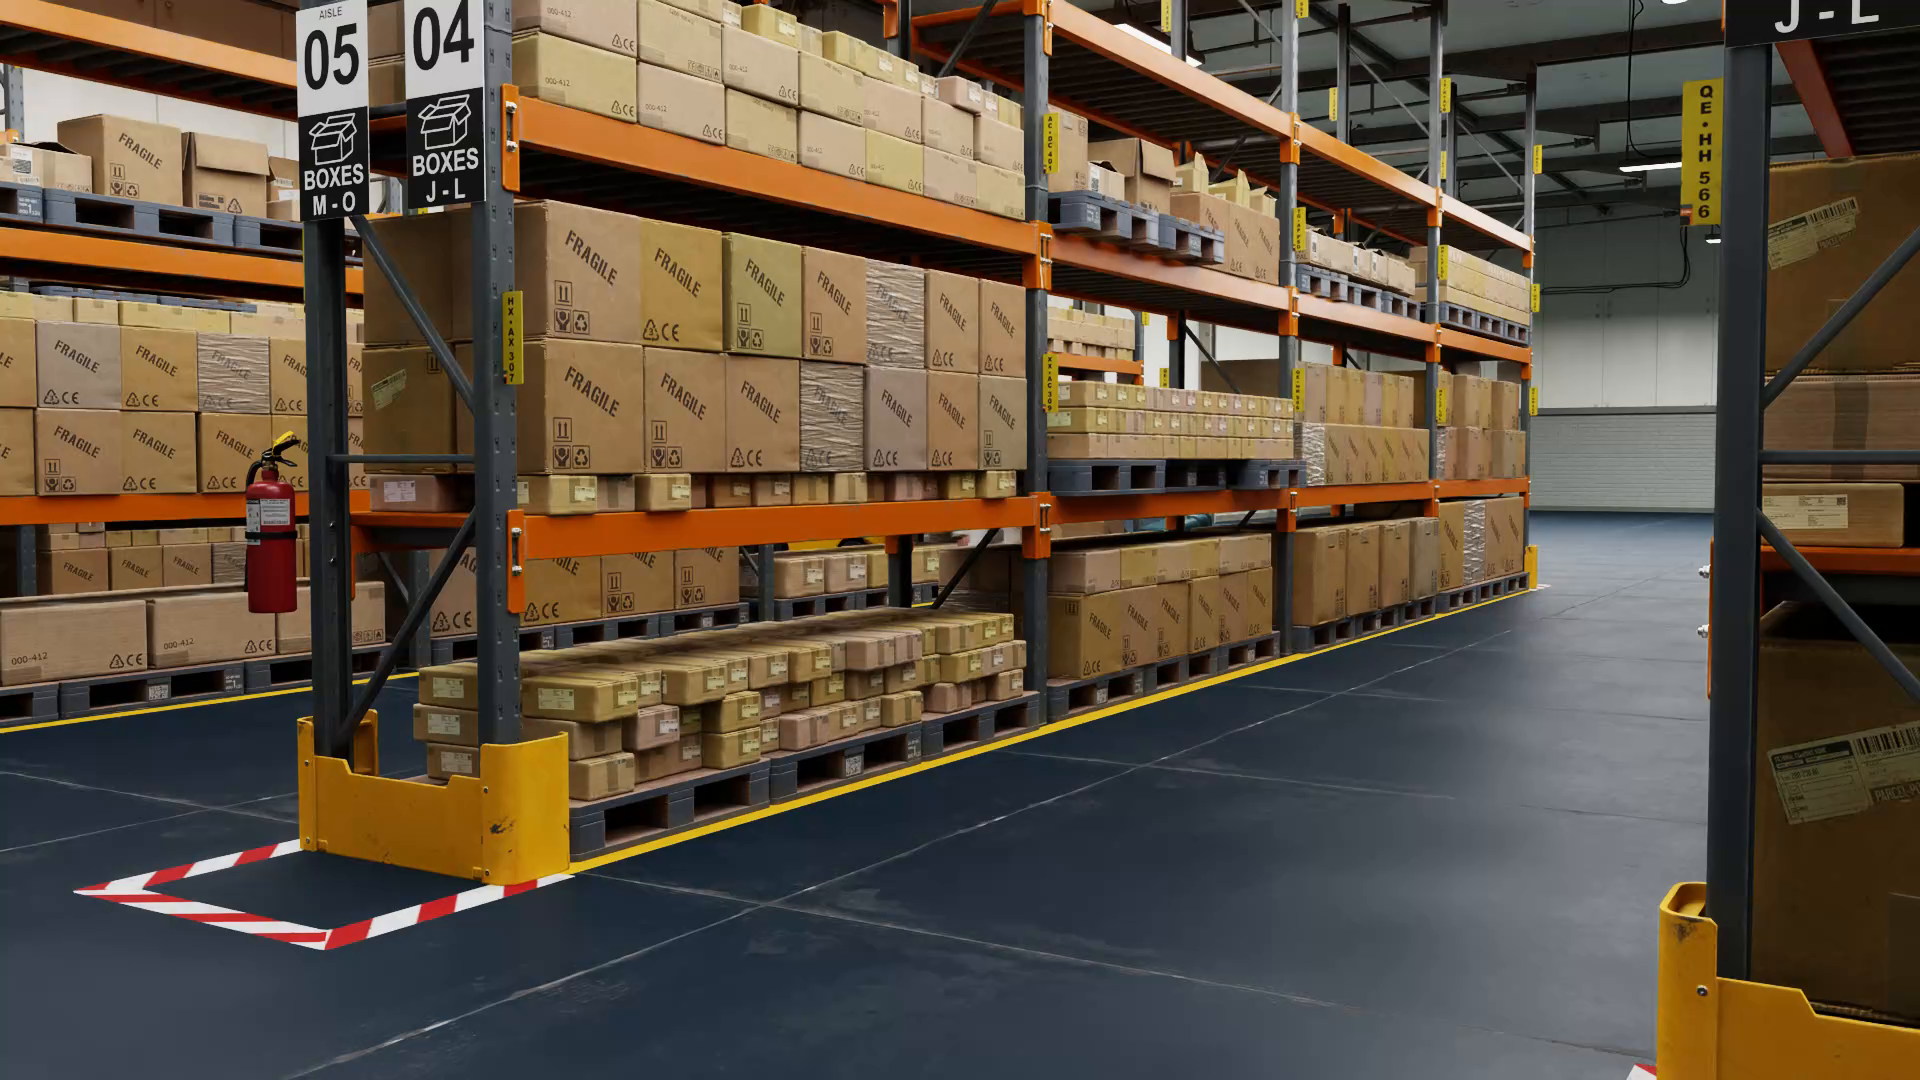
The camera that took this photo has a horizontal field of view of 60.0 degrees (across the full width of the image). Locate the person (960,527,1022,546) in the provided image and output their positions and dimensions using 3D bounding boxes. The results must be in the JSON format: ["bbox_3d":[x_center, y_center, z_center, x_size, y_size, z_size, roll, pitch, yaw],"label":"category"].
[{"bbox_3d":[0.303,-0.006,13.050,0.611,1.807,0.589,0,3,7],"label":"person"}]
